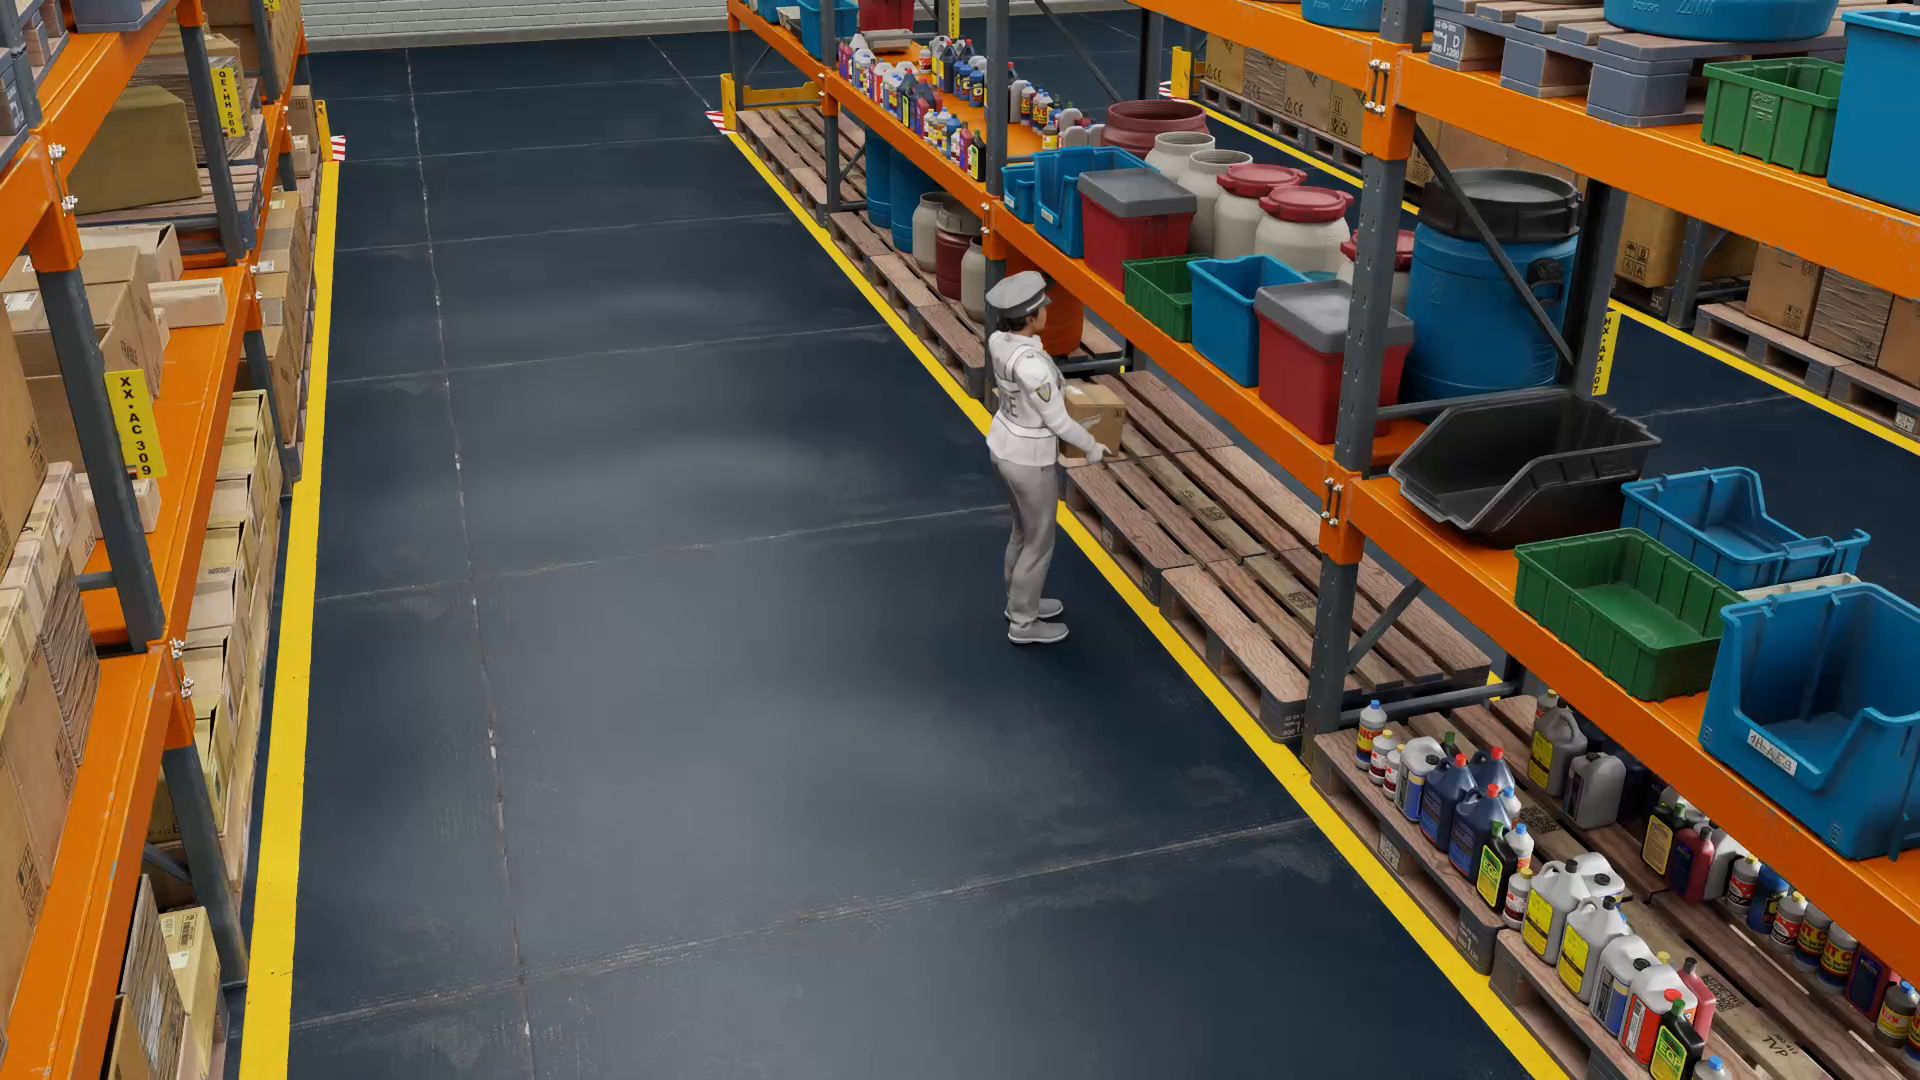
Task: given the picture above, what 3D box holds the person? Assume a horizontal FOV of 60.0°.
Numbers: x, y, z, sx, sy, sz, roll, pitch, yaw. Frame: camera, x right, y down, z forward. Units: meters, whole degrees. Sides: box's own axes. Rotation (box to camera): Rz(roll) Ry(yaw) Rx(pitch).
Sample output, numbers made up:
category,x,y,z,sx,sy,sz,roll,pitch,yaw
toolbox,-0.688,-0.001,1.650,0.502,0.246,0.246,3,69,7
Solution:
category,x,y,z,sx,sy,sz,roll,pitch,yaw
person,0.372,-0.363,7.320,0.523,1.691,0.453,-8,28,-16
